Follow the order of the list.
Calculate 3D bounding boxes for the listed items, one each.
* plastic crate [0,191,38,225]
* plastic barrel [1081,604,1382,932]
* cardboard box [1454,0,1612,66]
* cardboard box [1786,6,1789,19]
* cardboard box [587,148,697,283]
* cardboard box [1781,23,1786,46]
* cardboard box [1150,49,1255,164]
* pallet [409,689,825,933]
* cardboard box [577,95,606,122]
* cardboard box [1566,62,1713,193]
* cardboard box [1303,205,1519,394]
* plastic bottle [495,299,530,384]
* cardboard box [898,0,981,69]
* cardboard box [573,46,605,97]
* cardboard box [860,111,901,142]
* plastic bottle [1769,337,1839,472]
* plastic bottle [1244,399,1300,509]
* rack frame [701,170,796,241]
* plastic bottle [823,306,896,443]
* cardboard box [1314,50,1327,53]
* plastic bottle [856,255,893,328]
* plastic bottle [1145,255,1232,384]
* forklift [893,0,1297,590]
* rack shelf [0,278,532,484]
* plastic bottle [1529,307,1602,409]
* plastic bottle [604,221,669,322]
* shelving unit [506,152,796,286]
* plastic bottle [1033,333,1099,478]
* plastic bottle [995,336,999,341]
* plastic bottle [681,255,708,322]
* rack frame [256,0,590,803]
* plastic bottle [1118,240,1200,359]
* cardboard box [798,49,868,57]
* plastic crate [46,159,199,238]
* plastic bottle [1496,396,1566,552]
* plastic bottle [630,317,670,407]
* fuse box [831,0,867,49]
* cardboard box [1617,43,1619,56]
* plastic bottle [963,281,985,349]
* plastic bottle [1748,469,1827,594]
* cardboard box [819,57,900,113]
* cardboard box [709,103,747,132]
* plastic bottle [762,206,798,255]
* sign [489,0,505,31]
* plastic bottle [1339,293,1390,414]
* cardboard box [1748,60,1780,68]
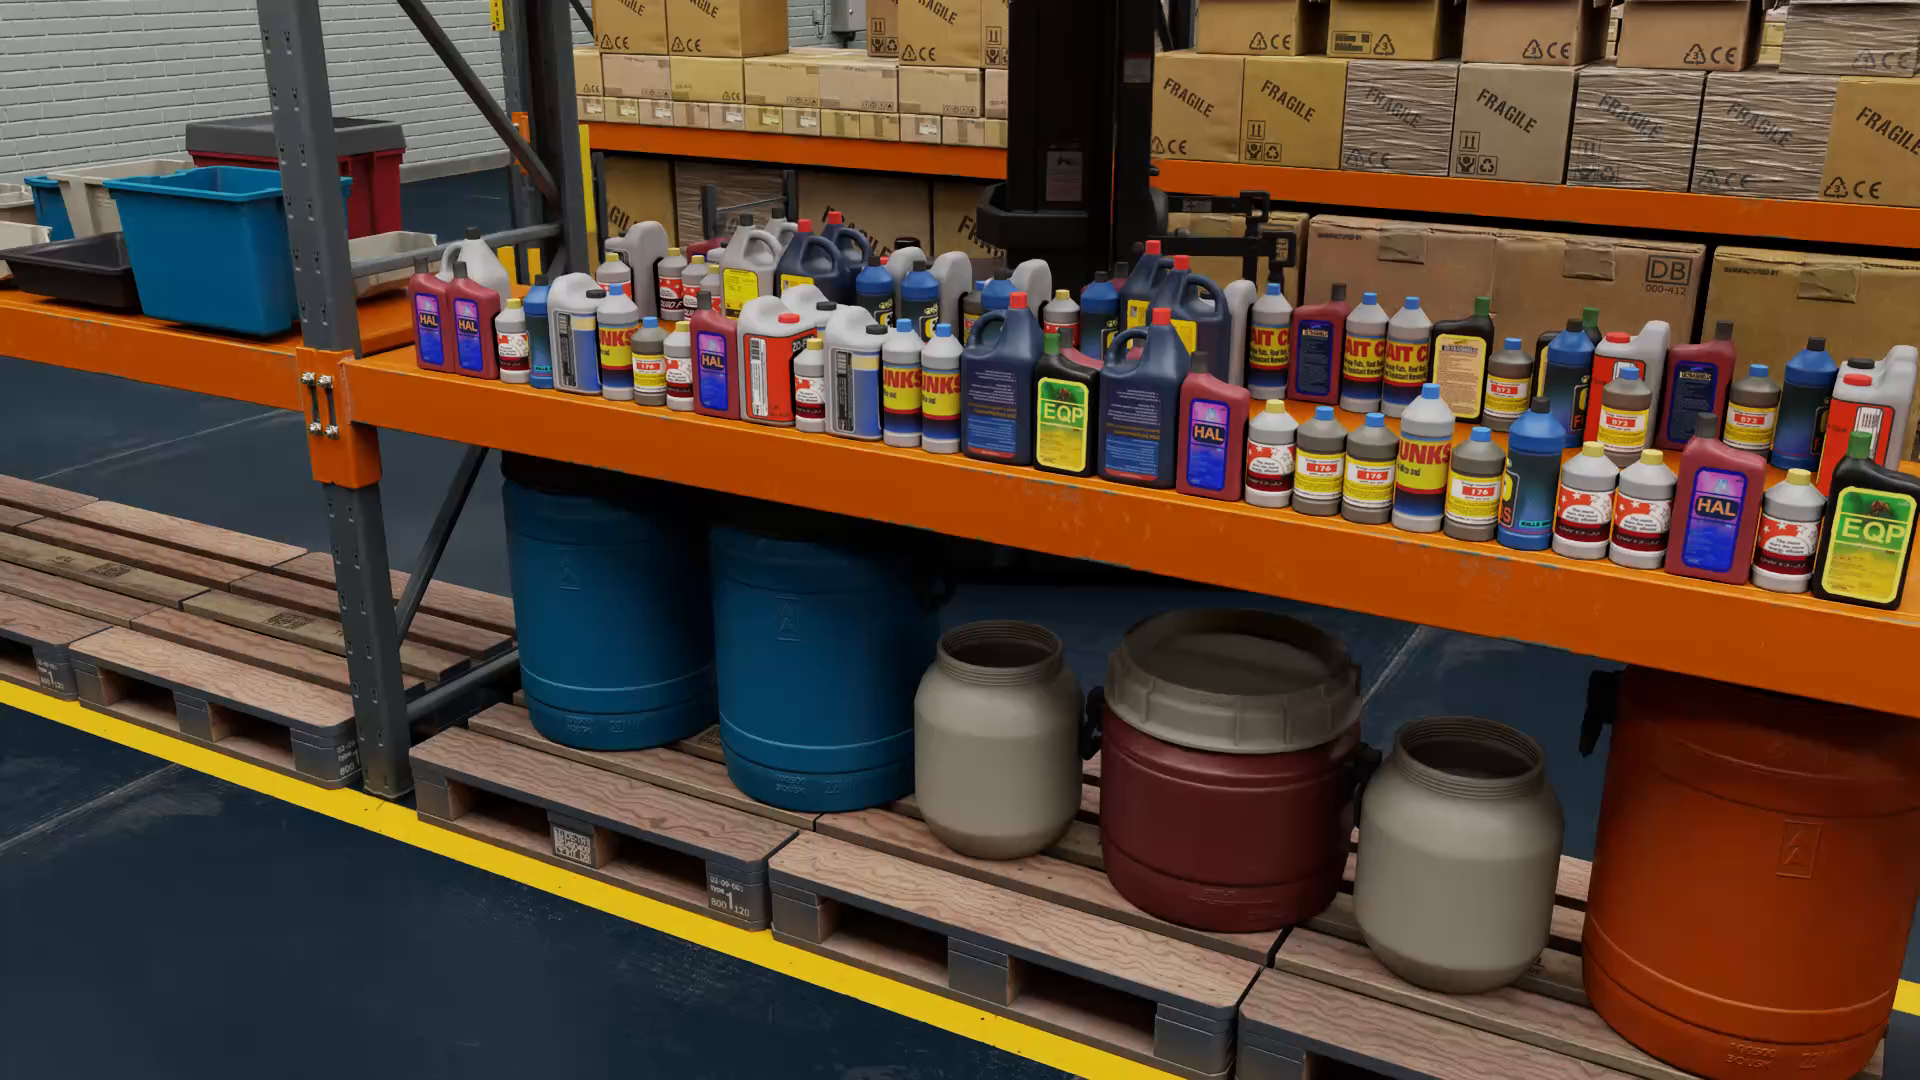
[{"bbox_3d":[-3.360,-1.166,5.979,0.250,0.136,0.298,11,23,27],"label":"plastic crate"},{"bbox_3d":[0.634,0.524,3.942,0.708,0.588,0.600,11,23,27],"label":"plastic barrel"},{"bbox_3d":[2.684,-2.486,7.703,0.637,0.503,0.797,12,23,29],"label":"cardboard box"},{"bbox_3d":[5.645,-3.516,11.038,0.250,0.149,0.380,12,23,29],"label":"cardboard box"},{"bbox_3d":[-1.915,-2.069,10.670,0.875,0.875,0.875,11,23,27],"label":"cardboard box"},{"bbox_3d":[5.642,-3.377,11.091,0.250,0.149,0.380,11,23,27],"label":"cardboard box"},{"bbox_3d":[1.259,-2.184,8.340,0.500,0.500,0.500,11,23,27],"label":"cardboard box"},{"bbox_3d":[-0.783,0.638,4.796,1.213,0.211,1.003,11,23,27],"label":"pallet"},{"bbox_3d":[-2.140,-2.635,10.100,0.250,0.149,0.380,10,22,27],"label":"cardboard box"},{"bbox_3d":[3.032,-1.848,7.414,0.500,0.500,0.500,10,22,26],"label":"cardboard box"},{"bbox_3d":[2.328,-1.238,8.378,0.875,0.875,1.225,10,22,25],"label":"cardboard box"},{"bbox_3d":[-1.098,-0.496,4.125,0.097,0.201,0.097,0,20,0],"label":"plastic bottle"},{"bbox_3d":[0.012,-2.791,8.844,0.500,0.500,0.500,11,23,28],"label":"cardboard box"},{"bbox_3d":[-2.226,-2.862,10.140,0.500,0.250,0.500,10,22,26],"label":"cardboard box"},{"bbox_3d":[-0.346,-2.294,9.158,0.250,0.149,0.380,11,23,28],"label":"cardboard box"},{"bbox_3d":[1.747,-0.283,3.436,0.097,0.271,0.097,0,20,0],"label":"plastic bottle"},{"bbox_3d":[0.606,-0.171,3.230,0.097,0.201,0.097,0,20,0],"label":"plastic bottle"},{"bbox_3d":[-0.785,-0.645,6.443,0.032,1.500,0.500,13,24,31],"label":"rack frame"},{"bbox_3d":[-0.207,-0.372,3.674,0.135,0.276,0.152,11,23,27],"label":"plastic bottle"},{"bbox_3d":[1.949,-2.254,8.533,0.500,0.500,0.500,12,23,29],"label":"cardboard box"},{"bbox_3d":[-0.220,-0.599,4.305,0.097,0.271,0.097,0,20,0],"label":"plastic bottle"},{"bbox_3d":[0.530,-0.484,3.872,0.185,0.351,0.144,11,23,27],"label":"plastic bottle"},{"bbox_3d":[0.906,-1.371,6.347,3.031,2.935,1.130,2,20,4],"label":"forklift"},{"bbox_3d":[-3.183,-0.808,5.748,4.000,0.370,1.077,11,23,27],"label":"rack shelf"},{"bbox_3d":[1.337,-0.374,3.669,0.133,0.283,0.061,11,23,27],"label":"plastic bottle"},{"bbox_3d":[-0.935,-0.786,4.814,0.135,0.276,0.152,11,23,27],"label":"plastic bottle"},{"bbox_3d":[-1.216,-0.743,6.713,1.083,1.500,0.587,13,24,31],"label":"shelving unit"},{"bbox_3d":[0.219,-0.276,3.400,0.133,0.283,0.061,11,23,27],"label":"plastic bottle"},{"bbox_3d":[0.121,-0.353,3.628,0.097,0.271,0.097,0,20,0],"label":"plastic bottle"},{"bbox_3d":[-0.733,-0.699,4.685,0.097,0.201,0.097,0,20,0],"label":"plastic bottle"},{"bbox_3d":[-1.437,-0.813,4.708,0.127,3.000,1.000,11,23,27],"label":"rack frame"},{"bbox_3d":[0.487,-0.551,4.059,0.185,0.351,0.144,11,23,27],"label":"plastic bottle"},{"bbox_3d":[-0.617,-2.766,9.876,0.500,0.250,0.500,11,23,27],"label":"cardboard box"},{"bbox_3d":[-2.680,-1.095,5.569,0.530,0.282,0.437,11,23,27],"label":"plastic crate"},{"bbox_3d":[1.031,-0.123,2.995,0.097,0.271,0.097,0,20,0],"label":"plastic bottle"},{"bbox_3d":[-0.726,-0.425,3.929,0.097,0.201,0.097,0,20,0],"label":"plastic bottle"},{"bbox_3d":[-1.462,-6.829,23.183,0.414,1.711,0.539,11,23,27],"label":"fuse box"},{"bbox_3d":[4.748,-3.409,11.616,0.250,0.149,0.380,10,22,26],"label":"cardboard box"},{"bbox_3d":[0.056,-0.572,4.336,0.097,0.201,0.097,0,20,0],"label":"plastic bottle"},{"bbox_3d":[1.402,-0.020,2.811,0.097,0.201,0.097,0,20,0],"label":"plastic bottle"},{"bbox_3d":[-0.433,-2.523,9.204,0.500,0.250,0.500,11,23,28],"label":"cardboard box"},{"bbox_3d":[-1.240,-2.464,9.629,0.250,0.149,0.380,11,22,27],"label":"cardboard box"},{"bbox_3d":[-0.475,-0.735,4.564,0.185,0.351,0.144,11,23,27],"label":"plastic bottle"},{"bbox_3d":[-2.789,-3.233,9.993,0.005,0.325,0.100,11,23,27],"label":"sign"},{"bbox_3d":[0.941,-0.437,3.859,0.097,0.271,0.097,0,20,0],"label":"plastic bottle"},{"bbox_3d":[3.728,-1.916,7.603,0.500,0.500,0.500,10,22,26],"label":"cardboard box"}]
